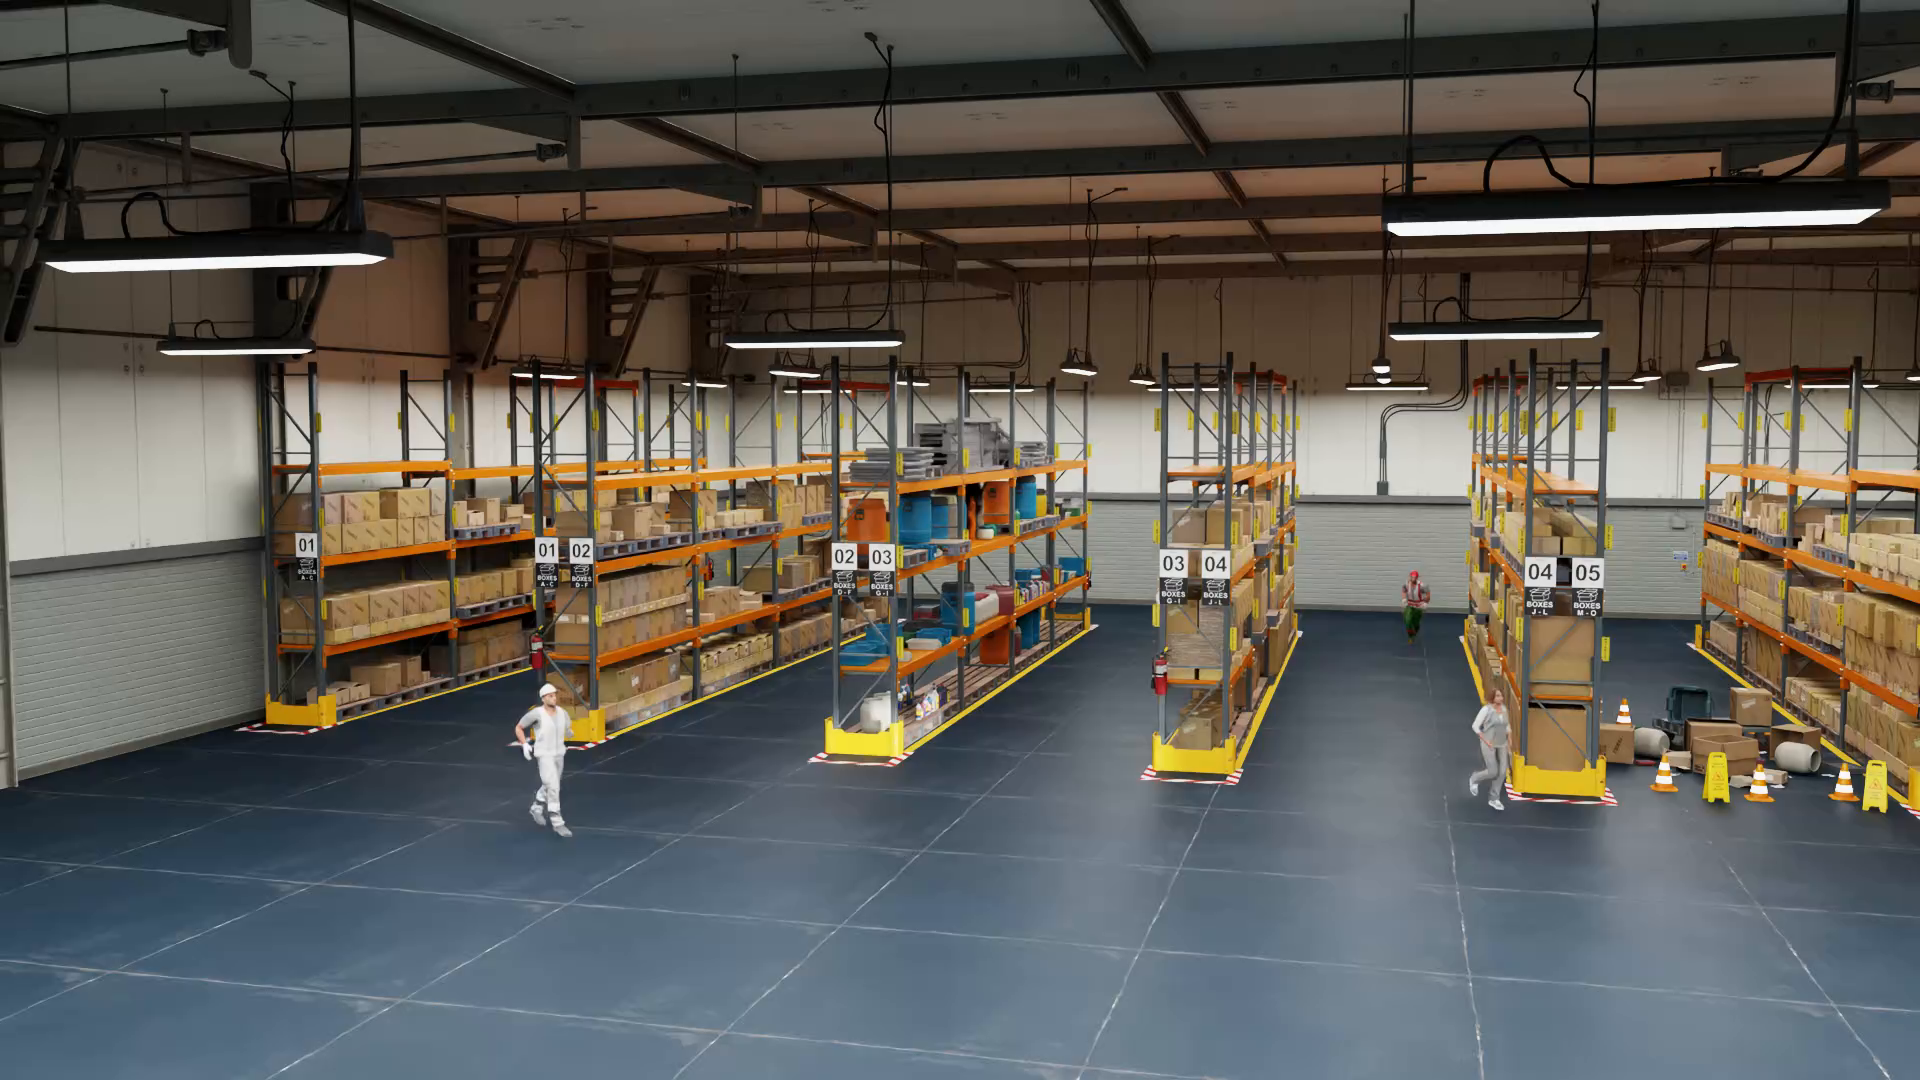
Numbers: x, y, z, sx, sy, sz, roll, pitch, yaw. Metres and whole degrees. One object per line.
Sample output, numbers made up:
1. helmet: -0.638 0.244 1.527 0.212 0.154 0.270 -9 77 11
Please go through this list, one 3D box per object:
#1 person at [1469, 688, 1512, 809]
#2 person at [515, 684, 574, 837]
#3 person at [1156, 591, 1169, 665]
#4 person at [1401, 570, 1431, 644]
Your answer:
1. person: 6.947 2.702 21.758 0.577 1.569 0.572 -2 4 -22
2. person: -5.006 2.652 20.273 0.905 1.803 0.663 3 5 36
3. person: 4.139 1.533 32.284 0.695 1.820 0.974 1 4 8
4. person: 10.378 1.513 37.816 0.657 1.693 0.887 2 5 29
